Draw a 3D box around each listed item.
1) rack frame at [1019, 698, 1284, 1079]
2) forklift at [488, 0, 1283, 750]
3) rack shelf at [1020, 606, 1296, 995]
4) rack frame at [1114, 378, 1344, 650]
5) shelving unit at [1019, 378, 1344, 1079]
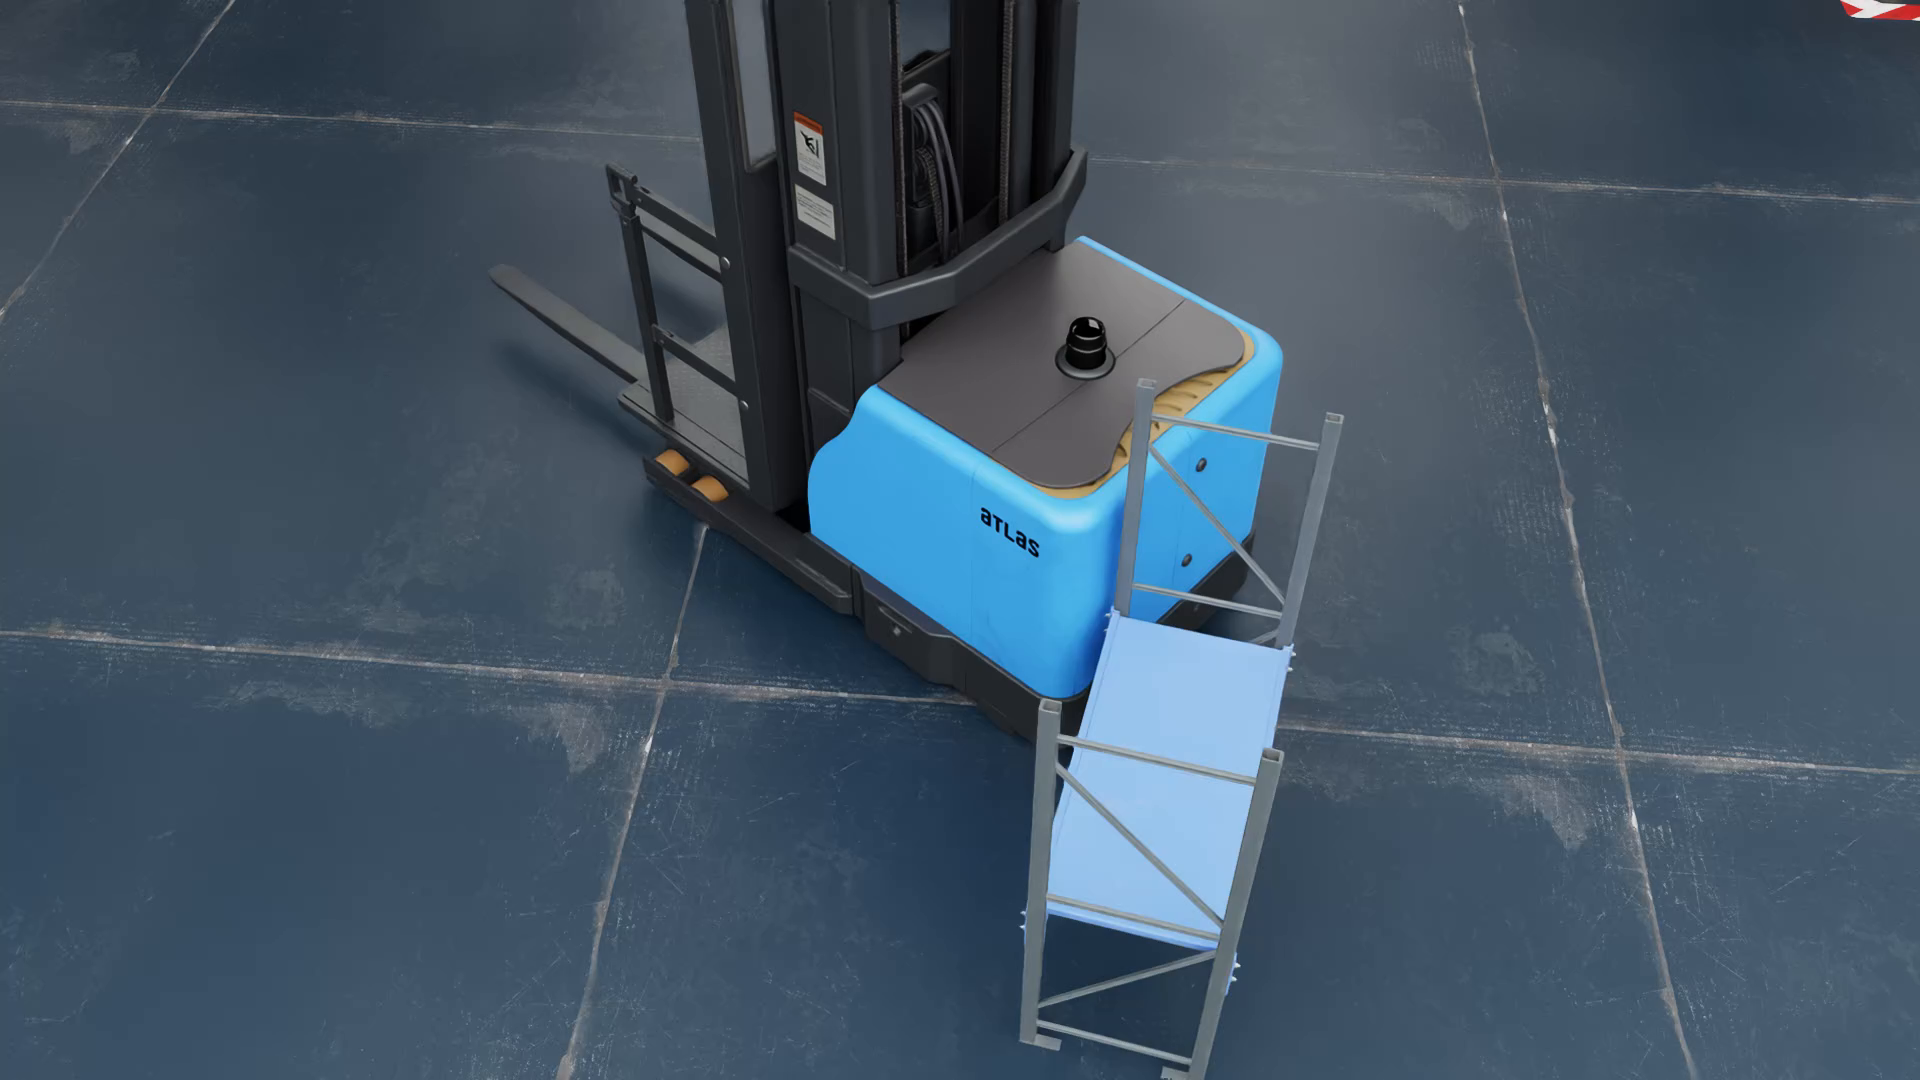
[{"bbox_3d":[0.405,0.891,3.919,0.500,1.500,0.032,12,49,10],"label":"rack frame"},{"bbox_3d":[-0.472,-1.305,4.957,3.031,2.935,1.130,34,56,27],"label":"forklift"},{"bbox_3d":[0.541,0.651,4.382,0.538,0.185,1.000,12,49,10],"label":"rack shelf"},{"bbox_3d":[0.677,0.168,4.580,0.500,1.500,0.032,12,49,10],"label":"rack frame"},{"bbox_3d":[0.541,0.530,4.249,0.538,1.500,1.048,12,49,10],"label":"shelving unit"}]
